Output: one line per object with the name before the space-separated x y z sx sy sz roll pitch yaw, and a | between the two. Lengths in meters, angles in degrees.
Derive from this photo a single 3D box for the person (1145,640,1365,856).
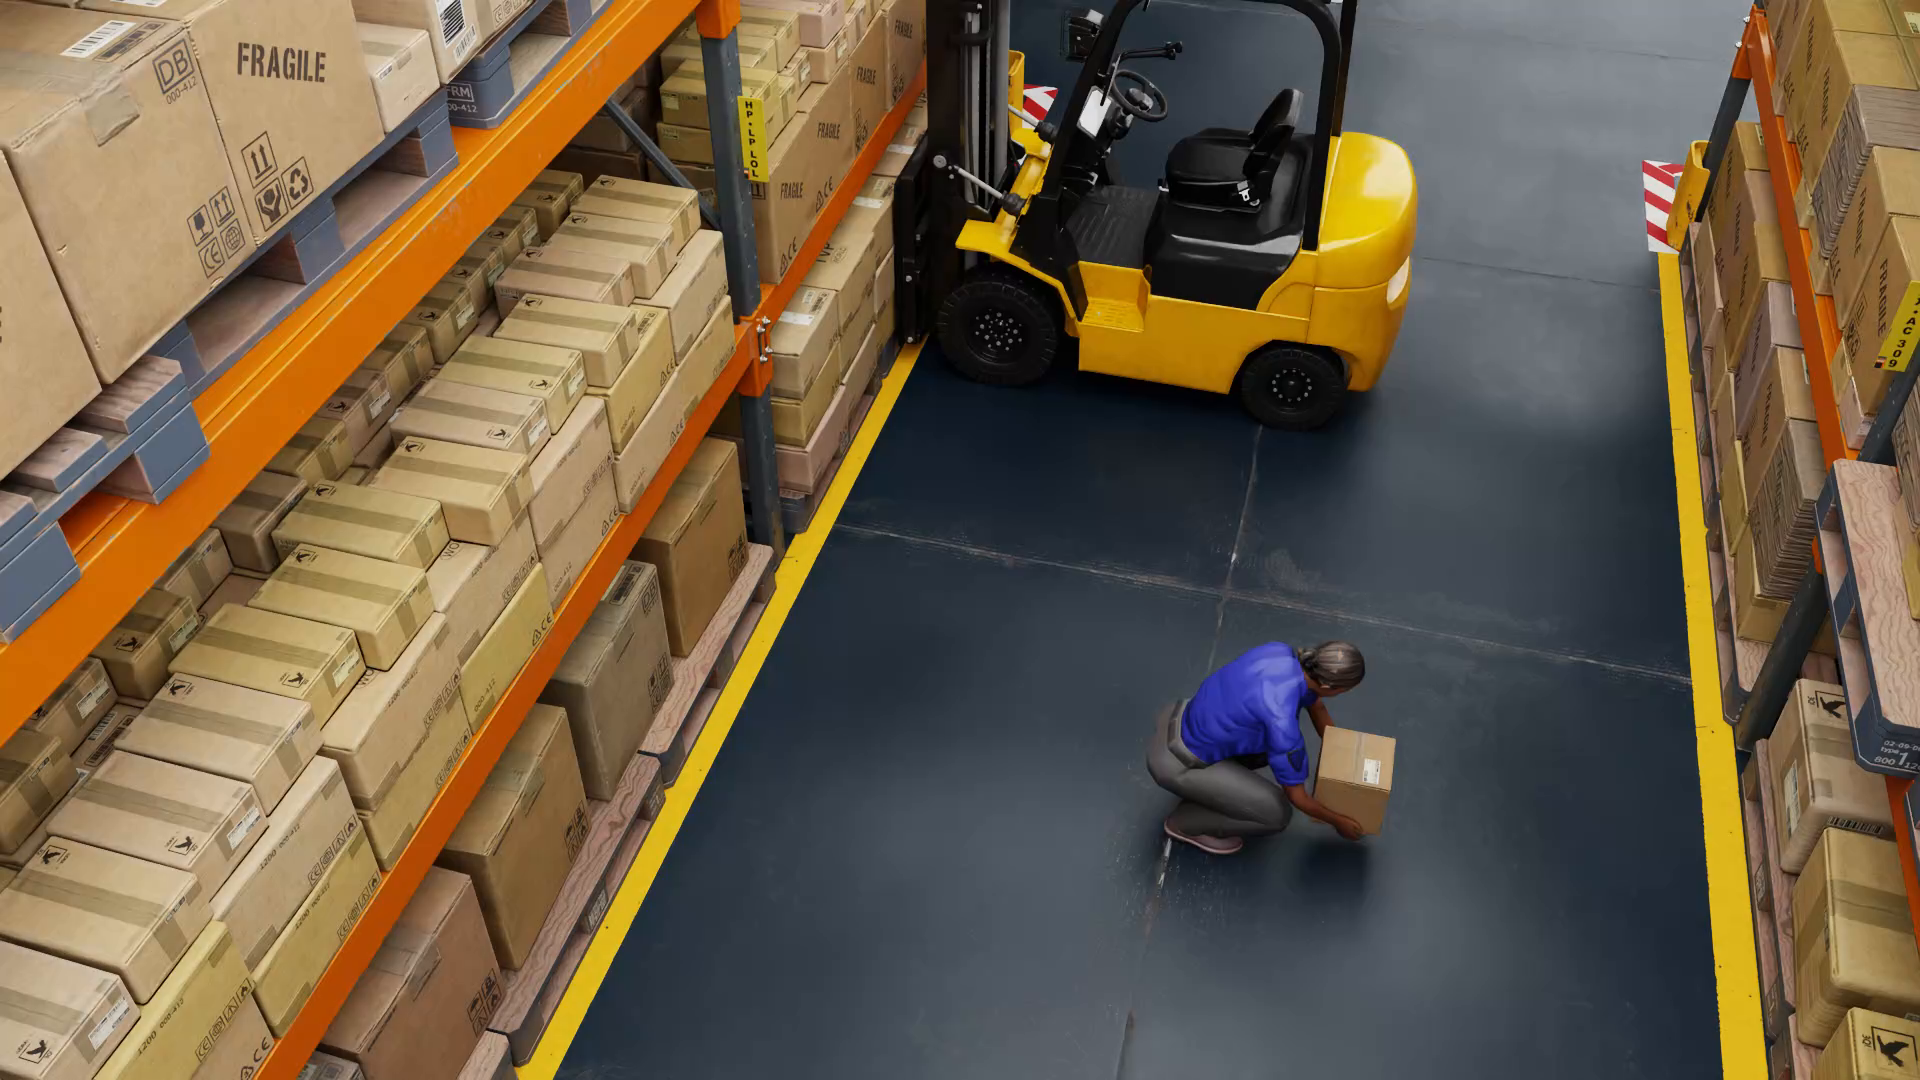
person | 1.081 0.711 5.918 0.814 0.928 0.496 10 42 11
